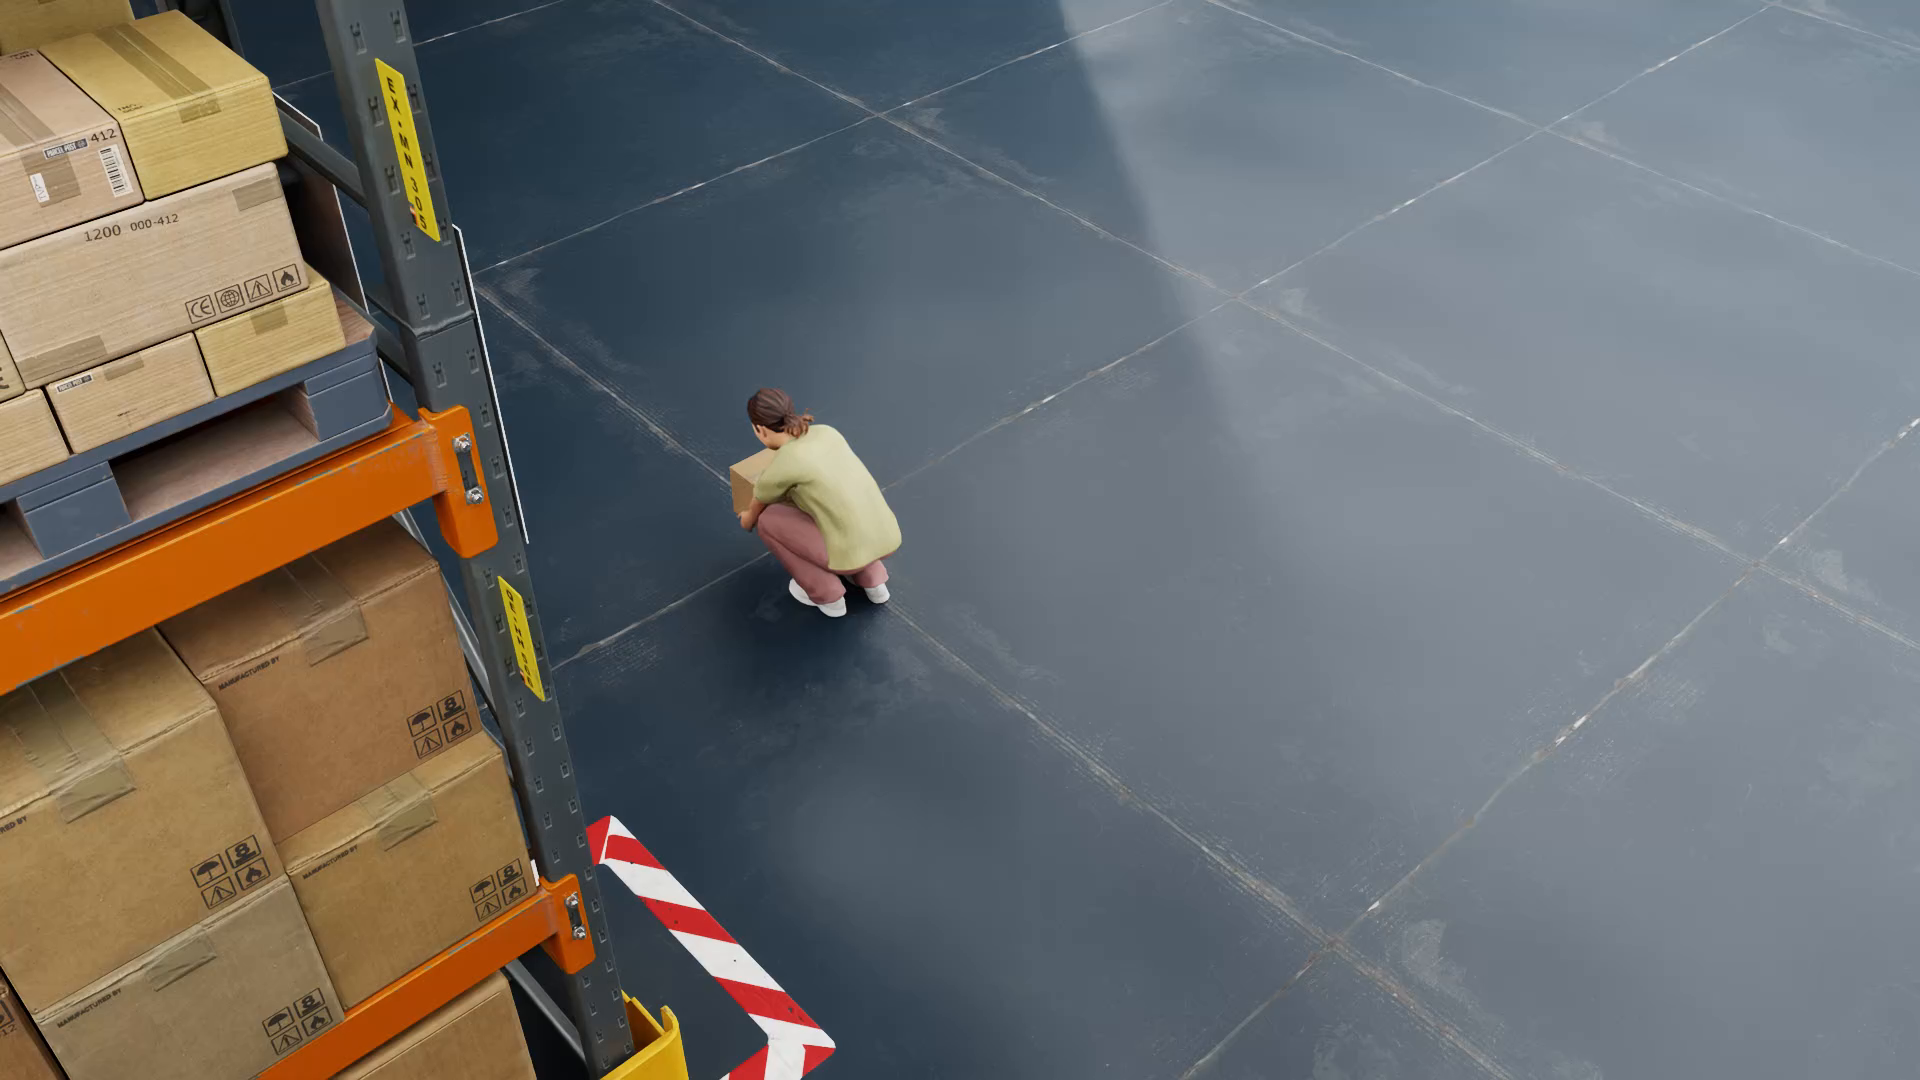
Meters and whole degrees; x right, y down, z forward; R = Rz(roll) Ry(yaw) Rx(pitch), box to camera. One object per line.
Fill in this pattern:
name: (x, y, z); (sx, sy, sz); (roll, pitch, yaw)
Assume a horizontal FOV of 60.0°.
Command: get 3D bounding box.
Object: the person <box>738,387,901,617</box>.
person: (-0.600, -0.159, 6.950); (0.473, 0.911, 0.788); (-31, 49, -31)
